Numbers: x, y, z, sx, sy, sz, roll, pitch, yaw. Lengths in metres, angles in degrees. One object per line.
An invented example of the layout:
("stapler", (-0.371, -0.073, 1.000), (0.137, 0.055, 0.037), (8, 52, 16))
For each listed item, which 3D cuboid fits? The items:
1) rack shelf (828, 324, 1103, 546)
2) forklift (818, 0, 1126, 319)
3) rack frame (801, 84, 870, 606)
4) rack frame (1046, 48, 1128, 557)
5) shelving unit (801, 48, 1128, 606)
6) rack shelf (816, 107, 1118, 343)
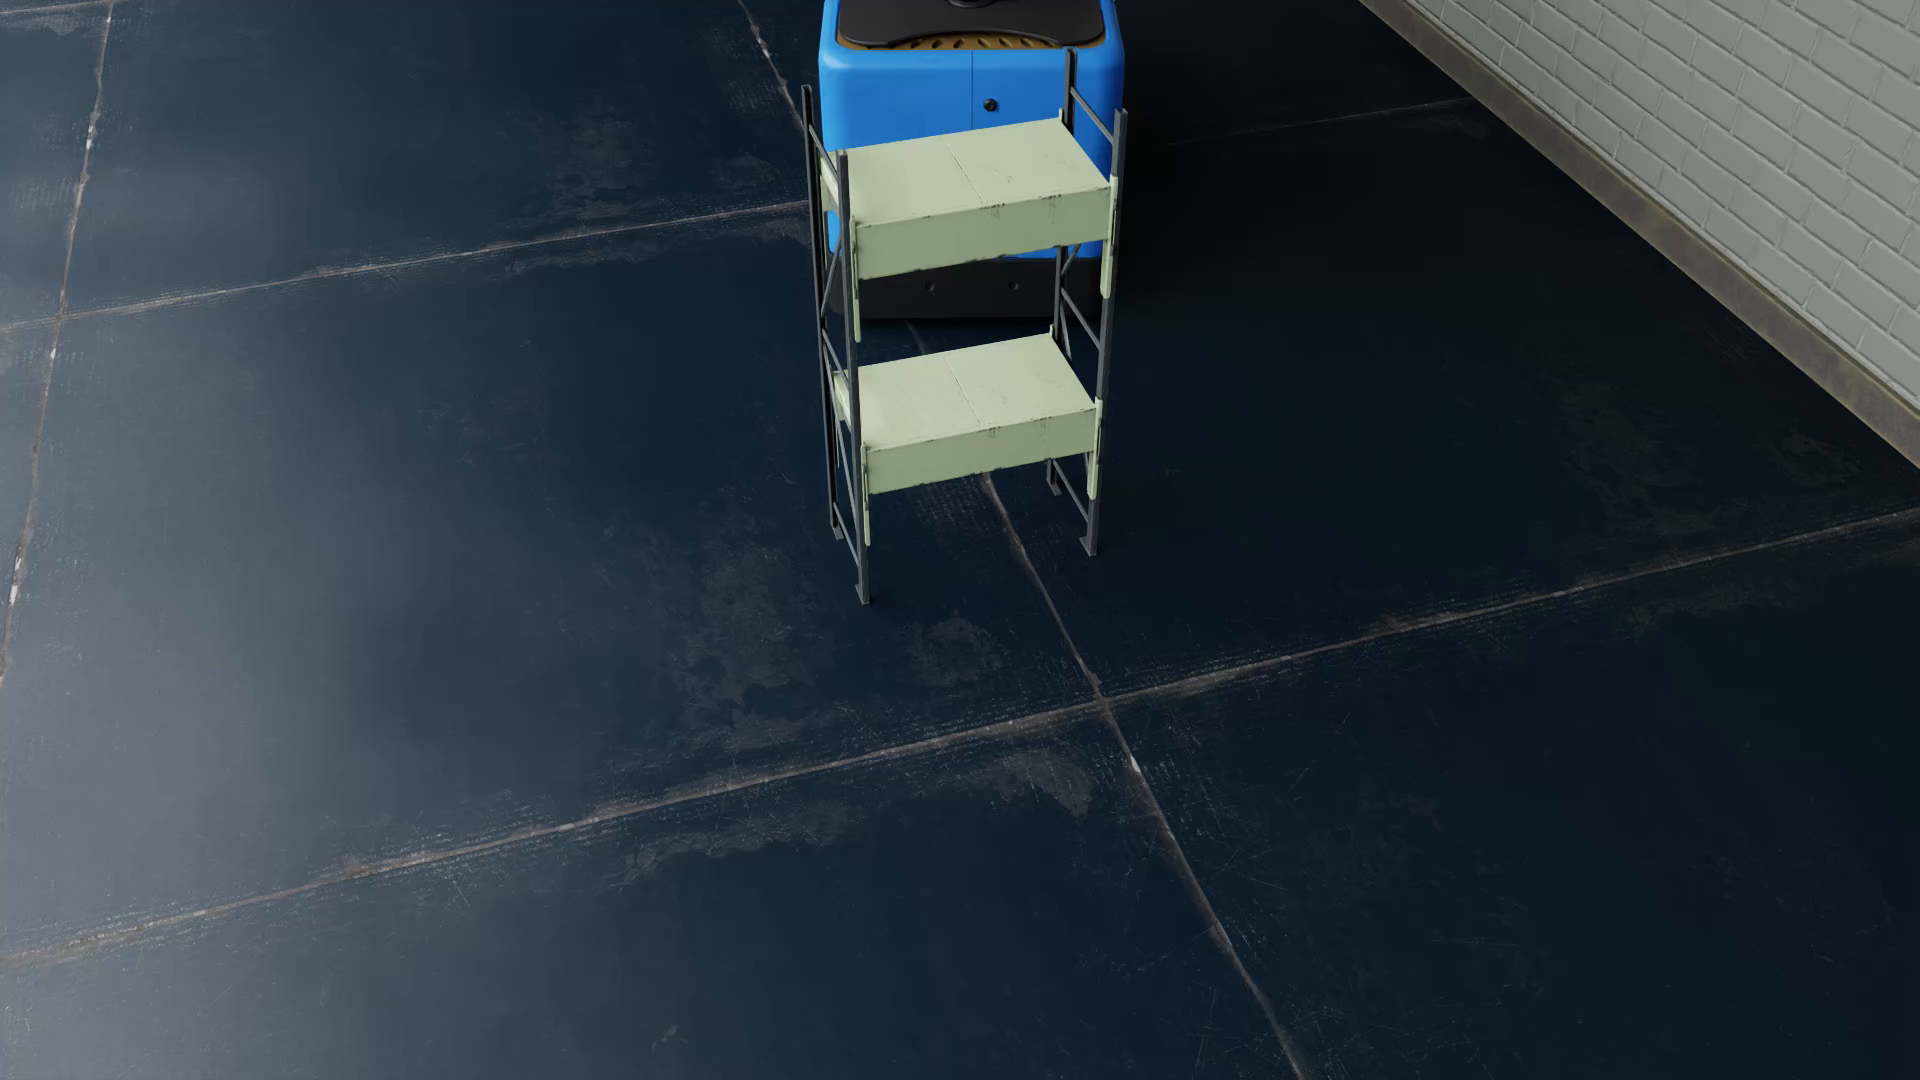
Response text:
("rack shelf", (0.006, -0.321, 4.973), (0.720, 0.370, 0.431), (-12, 42, -13))
("forklift", (0.017, -2.856, 6.292), (1.130, 2.935, 3.031), (-1, 41, -1))
("rack frame", (-0.343, -0.494, 4.675), (0.023, 1.500, 0.400), (-12, 42, -13))
("rack frame", (0.355, -0.638, 4.841), (0.023, 1.500, 0.400), (-12, 42, -13))
("shelving unit", (0.006, -0.566, 4.758), (0.755, 1.500, 0.431), (-12, 42, -13))
("rack shelf", (0.006, -0.860, 4.501), (0.720, 0.370, 0.431), (-12, 42, -13))
